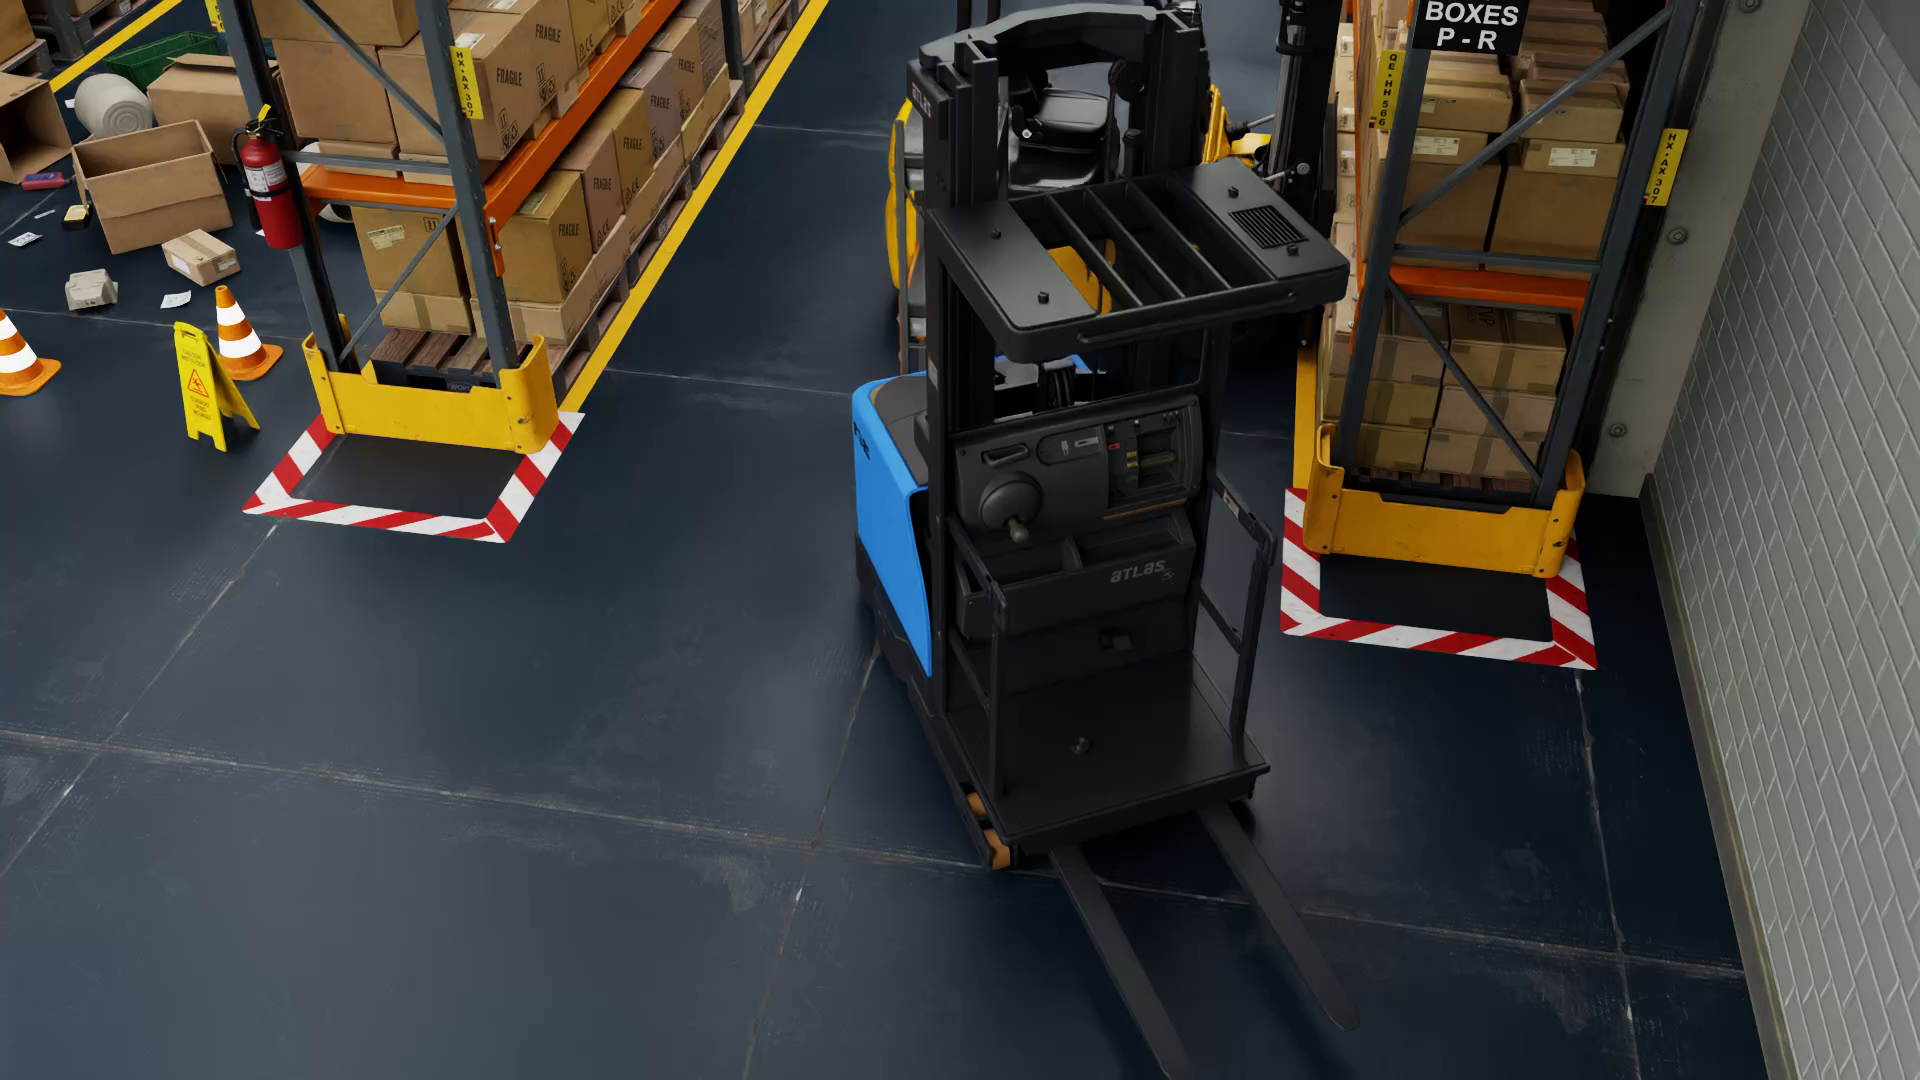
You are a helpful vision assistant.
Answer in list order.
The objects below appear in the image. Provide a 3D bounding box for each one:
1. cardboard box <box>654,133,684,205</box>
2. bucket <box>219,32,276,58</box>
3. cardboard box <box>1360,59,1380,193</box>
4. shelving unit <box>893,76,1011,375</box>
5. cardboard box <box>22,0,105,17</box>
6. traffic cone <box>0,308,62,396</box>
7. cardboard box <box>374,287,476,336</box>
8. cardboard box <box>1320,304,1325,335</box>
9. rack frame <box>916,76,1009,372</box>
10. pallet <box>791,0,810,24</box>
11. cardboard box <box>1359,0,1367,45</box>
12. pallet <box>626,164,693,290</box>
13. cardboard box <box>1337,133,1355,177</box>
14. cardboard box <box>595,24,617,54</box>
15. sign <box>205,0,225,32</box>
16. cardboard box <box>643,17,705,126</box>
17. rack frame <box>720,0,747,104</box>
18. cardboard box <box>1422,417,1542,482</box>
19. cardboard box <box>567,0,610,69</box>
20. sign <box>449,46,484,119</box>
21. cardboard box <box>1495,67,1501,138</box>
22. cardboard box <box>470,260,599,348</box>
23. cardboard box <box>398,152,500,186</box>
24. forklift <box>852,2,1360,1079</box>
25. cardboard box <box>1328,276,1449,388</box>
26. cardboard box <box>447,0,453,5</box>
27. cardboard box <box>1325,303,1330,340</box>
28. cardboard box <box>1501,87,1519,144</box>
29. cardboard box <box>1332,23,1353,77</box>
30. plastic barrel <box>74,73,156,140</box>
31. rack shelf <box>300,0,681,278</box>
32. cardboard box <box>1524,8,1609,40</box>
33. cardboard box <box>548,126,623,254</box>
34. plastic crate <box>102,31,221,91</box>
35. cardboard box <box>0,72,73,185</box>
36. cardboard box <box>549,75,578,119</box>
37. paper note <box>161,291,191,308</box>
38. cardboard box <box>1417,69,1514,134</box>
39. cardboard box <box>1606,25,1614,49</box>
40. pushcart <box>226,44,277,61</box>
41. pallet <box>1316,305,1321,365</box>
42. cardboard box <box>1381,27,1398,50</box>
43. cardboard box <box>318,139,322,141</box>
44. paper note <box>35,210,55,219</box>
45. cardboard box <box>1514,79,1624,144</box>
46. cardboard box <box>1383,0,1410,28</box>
[{"bbox_3d":[-1.996,-2.265,10.060,0.500,0.250,0.500,7,40,8],"label":"cardboard box"},{"bbox_3d":[-4.629,-3.684,11.325,0.726,0.611,0.620,20,34,23],"label":"bucket"},{"bbox_3d":[2.139,-1.863,7.667,0.500,0.500,0.500,8,40,9],"label":"cardboard box"},{"bbox_3d":[-0.027,-0.982,7.387,0.431,2.100,0.503,5,40,6],"label":"shelving unit"},{"bbox_3d":[-6.858,-4.394,12.243,1.050,0.750,0.750,6,40,7],"label":"cardboard box"},{"bbox_3d":[-5.024,-1.050,8.754,0.336,0.463,0.334,6,40,8],"label":"traffic cone"},{"bbox_3d":[-2.797,-1.361,8.967,0.500,0.250,0.500,6,40,7],"label":"cardboard box"},{"bbox_3d":[2.174,-1.218,8.794,0.500,0.250,0.500,7,40,8],"label":"cardboard box"},{"bbox_3d":[0.003,-1.136,7.573,0.400,2.100,0.015,5,40,6],"label":"rack frame"},{"bbox_3d":[-1.642,-4.399,13.002,1.003,0.211,1.213,6,40,8],"label":"pallet"},{"bbox_3d":[2.411,-2.814,8.818,0.500,0.500,0.500,6,40,7],"label":"cardboard box"},{"bbox_3d":[-2.274,-1.949,10.039,1.003,0.211,1.213,6,40,8],"label":"pallet"},{"bbox_3d":[2.241,-1.929,8.869,0.500,0.250,0.500,6,40,7],"label":"cardboard box"},{"bbox_3d":[-2.096,-2.773,9.044,0.380,0.149,0.250,5,40,6],"label":"cardboard box"},{"bbox_3d":[-3.219,-2.348,7.177,0.100,0.325,0.005,6,40,8],"label":"sign"},{"bbox_3d":[-1.908,-2.888,10.225,0.500,0.500,0.500,7,40,8],"label":"cardboard box"},{"bbox_3d":[-1.984,-4.217,10.593,1.000,3.000,0.127,6,40,8],"label":"rack frame"},{"bbox_3d":[2.491,-0.550,7.987,0.500,0.250,0.500,7,40,8],"label":"cardboard box"},{"bbox_3d":[-2.147,-2.772,8.533,0.500,0.500,0.500,6,40,7],"label":"cardboard box"},{"bbox_3d":[-2.142,-1.981,7.209,0.100,0.325,0.005,6,40,8],"label":"sign"},{"bbox_3d":[2.641,-1.810,7.603,0.500,0.500,0.500,8,40,9],"label":"cardboard box"},{"bbox_3d":[-2.264,-1.285,8.875,0.500,0.250,0.500,6,40,7],"label":"cardboard box"},{"bbox_3d":[-2.413,-1.800,7.867,0.380,0.149,0.250,7,40,8],"label":"cardboard box"},{"bbox_3d":[0.507,-0.174,5.757,1.130,2.935,3.031,-13,41,-15],"label":"forklift"},{"bbox_3d":[1.986,-0.973,7.713,0.500,0.250,0.500,8,40,9],"label":"cardboard box"},{"bbox_3d":[-2.708,-2.907,7.912,0.700,0.500,0.500,7,40,8],"label":"cardboard box"},{"bbox_3d":[2.087,-1.110,8.271,0.500,0.250,0.500,6,40,7],"label":"cardboard box"},{"bbox_3d":[2.508,-1.796,7.078,0.380,0.149,0.250,6,40,8],"label":"cardboard box"},{"bbox_3d":[2.513,-2.891,10.033,0.500,0.250,0.500,6,40,7],"label":"cardboard box"},{"bbox_3d":[-5.562,-2.825,10.932,0.421,0.421,0.512,-28,47,-30],"label":"plastic barrel"},{"bbox_3d":[-2.330,-2.685,9.304,1.077,0.370,4.000,6,40,8],"label":"rack shelf"},{"bbox_3d":[2.650,-2.233,7.373,0.380,0.149,0.250,7,40,8],"label":"cardboard box"},{"bbox_3d":[-2.174,-1.917,9.051,0.500,0.500,0.500,5,40,6],"label":"cardboard box"},{"bbox_3d":[-5.616,-3.384,11.748,0.450,0.188,0.662,20,43,37],"label":"plastic crate"},{"bbox_3d":[-6.134,-2.650,10.657,0.500,0.500,0.500,13,41,15],"label":"cardboard box"},{"bbox_3d":[-2.169,-2.272,8.438,0.380,0.149,0.250,7,40,8],"label":"cardboard box"},{"bbox_3d":[-4.473,-1.375,9.486,0.148,0.019,0.142,-6,40,-8],"label":"paper note"},{"bbox_3d":[2.068,-1.813,6.865,0.380,0.149,0.250,6,40,8],"label":"cardboard box"},{"bbox_3d":[2.777,-2.265,7.644,0.380,0.149,0.250,7,40,8],"label":"cardboard box"},{"bbox_3d":[-4.238,-3.426,11.695,1.648,0.377,0.936,-6,40,-8],"label":"pushcart"},{"bbox_3d":[2.518,-1.335,9.296,1.003,0.211,1.213,6,40,8],"label":"pallet"},{"bbox_3d":[2.172,-2.346,7.742,0.380,0.149,0.250,5,40,6],"label":"cardboard box"},{"bbox_3d":[-4.239,-2.889,11.132,0.258,0.266,0.396,-20,44,-23],"label":"cardboard box"},{"bbox_3d":[-5.655,-2.014,10.275,0.032,0.001,0.123,28,47,30],"label":"paper note"},{"bbox_3d":[2.482,-1.752,6.791,0.380,0.149,0.250,6,40,7],"label":"cardboard box"},{"bbox_3d":[2.151,-2.462,7.650,0.380,0.149,0.250,7,40,9],"label":"cardboard box"}]
